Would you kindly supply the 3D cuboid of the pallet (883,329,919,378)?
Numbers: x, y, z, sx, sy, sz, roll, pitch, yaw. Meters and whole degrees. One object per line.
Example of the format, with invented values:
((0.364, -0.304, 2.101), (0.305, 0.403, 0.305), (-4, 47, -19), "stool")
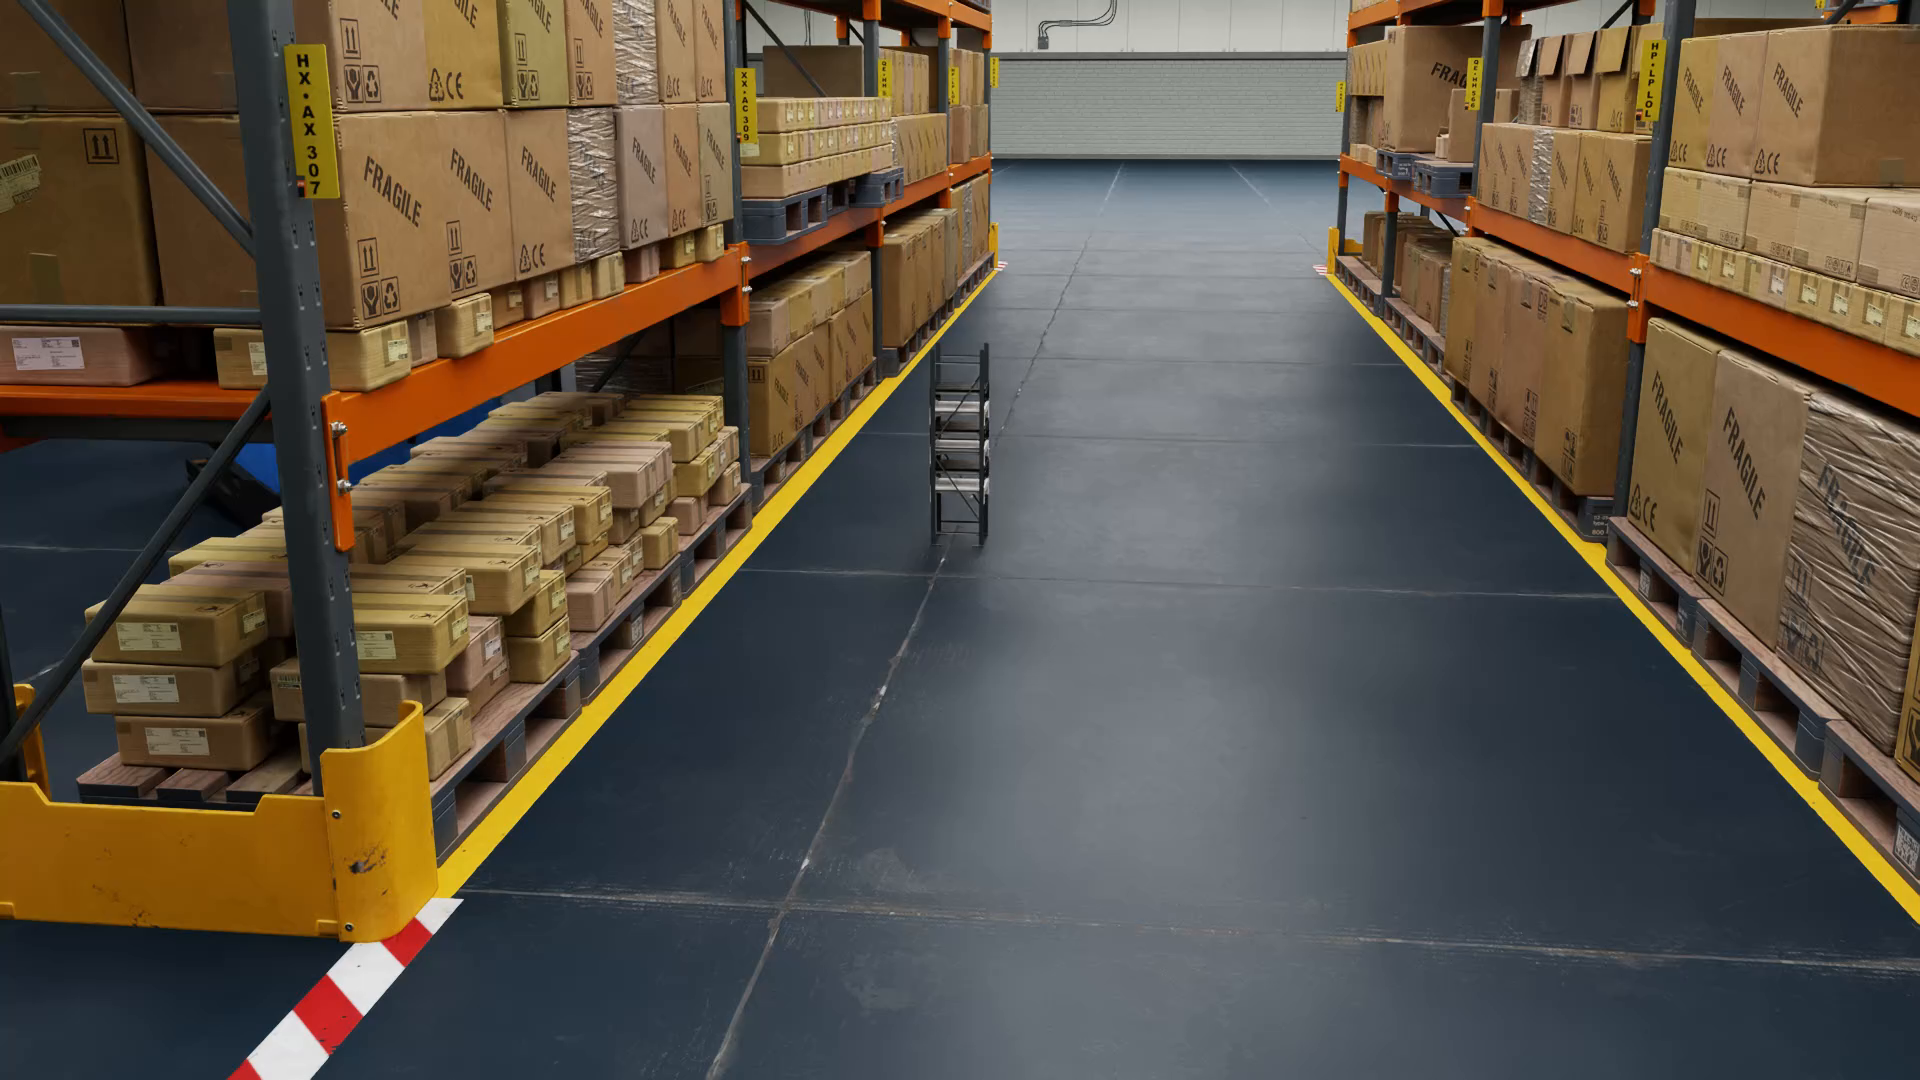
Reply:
((-0.889, -1.440, 12.582), (1.003, 0.211, 1.213), (2, 15, 6), "pallet")

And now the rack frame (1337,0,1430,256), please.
((4.767, -4.486, 18.506), (1.000, 3.000, 0.127), (2, 15, 6), "rack frame")

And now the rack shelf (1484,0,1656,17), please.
((3.639, -2.993, 8.617), (1.077, 0.370, 4.000), (2, 15, 6), "rack shelf")

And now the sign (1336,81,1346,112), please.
((4.228, -4.920, 18.452), (0.100, 0.325, 0.005), (2, 15, 6), "sign")

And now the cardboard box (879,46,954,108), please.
((-0.525, -4.309, 15.497), (0.875, 0.550, 0.550), (2, 15, 6), "cardboard box")

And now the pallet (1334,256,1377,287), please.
((4.632, -2.911, 18.022), (1.003, 0.211, 1.213), (2, 15, 6), "pallet")

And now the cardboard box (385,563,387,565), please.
((-1.990, 0.174, 5.358), (0.380, 0.149, 0.250), (2, 15, 6), "cardboard box")

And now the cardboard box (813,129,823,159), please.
((-0.918, -2.062, 8.646), (0.380, 0.149, 0.250), (1, 15, 4), "cardboard box")

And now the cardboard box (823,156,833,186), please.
((-0.887, -1.984, 8.930), (0.380, 0.149, 0.250), (1, 15, 4), "cardboard box")

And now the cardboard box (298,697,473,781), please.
((-1.578, 0.538, 4.582), (0.380, 0.149, 0.250), (2, 15, 7), "cardboard box")

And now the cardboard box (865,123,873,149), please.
((-0.740, -2.465, 10.137), (0.380, 0.149, 0.250), (2, 15, 6), "cardboard box")

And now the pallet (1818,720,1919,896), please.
((2.974, 0.800, 4.299), (1.003, 0.211, 1.213), (2, 15, 6), "pallet")

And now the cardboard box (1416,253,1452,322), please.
((4.090, -2.028, 13.360), (0.700, 0.500, 0.500), (0, 15, 1), "cardboard box")

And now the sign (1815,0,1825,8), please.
((9.142, -5.810, 17.638), (0.100, 0.325, 0.005), (2, 15, 6), "sign")

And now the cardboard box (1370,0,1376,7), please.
((4.290, -5.347, 16.231), (0.500, 0.250, 0.500), (2, 15, 8), "cardboard box")

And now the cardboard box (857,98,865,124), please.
((-0.772, -2.547, 9.872), (0.380, 0.149, 0.250), (2, 15, 6), "cardboard box")

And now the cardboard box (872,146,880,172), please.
((-0.710, -2.393, 10.440), (0.380, 0.149, 0.250), (2, 15, 7), "cardboard box")

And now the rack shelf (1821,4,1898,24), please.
((9.463, -4.922, 15.751), (1.077, 0.370, 4.000), (2, 15, 6), "rack shelf")

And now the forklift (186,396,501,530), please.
((-3.356, -1.694, 8.310), (1.130, 2.935, 3.031), (-10, 18, -34), "forklift")

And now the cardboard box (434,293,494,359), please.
((-1.522, -0.597, 4.606), (0.380, 0.149, 0.250), (1, 15, 5), "cardboard box")

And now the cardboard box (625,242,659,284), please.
((-1.368, -1.069, 6.350), (0.380, 0.149, 0.250), (1, 15, 4), "cardboard box")

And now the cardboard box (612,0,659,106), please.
((-1.413, -1.824, 5.985), (0.500, 0.500, 0.500), (2, 15, 8), "cardboard box")

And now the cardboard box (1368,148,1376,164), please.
((4.232, -3.781, 16.378), (0.380, 0.149, 0.250), (2, 15, 6), "cardboard box")

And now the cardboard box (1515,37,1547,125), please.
((3.766, -2.755, 9.990), (0.797, 0.503, 0.637), (2, 15, 8), "cardboard box")

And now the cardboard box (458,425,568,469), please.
((-1.825, -0.372, 6.807), (0.380, 0.149, 0.250), (1, 15, 5), "cardboard box")

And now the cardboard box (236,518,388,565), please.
((-2.067, 0.033, 5.310), (0.380, 0.149, 0.250), (1, 15, 4), "cardboard box")

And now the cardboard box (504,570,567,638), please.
((-1.478, 0.194, 5.285), (0.380, 0.149, 0.250), (2, 15, 8), "cardboard box")

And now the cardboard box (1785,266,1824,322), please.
((2.875, -0.781, 5.286), (0.380, 0.149, 0.250), (1, 15, 5), "cardboard box")

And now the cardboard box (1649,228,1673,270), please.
((3.049, -1.186, 6.782), (0.380, 0.149, 0.250), (2, 15, 6), "cardboard box")

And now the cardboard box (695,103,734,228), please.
((-1.278, -1.604, 7.087), (0.500, 0.500, 0.500), (2, 15, 6), "cardboard box")

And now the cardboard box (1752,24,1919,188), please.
((2.988, -1.428, 5.477), (0.500, 0.500, 0.500), (1, 15, 4), "cardboard box")

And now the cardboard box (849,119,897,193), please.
((-0.734, -2.740, 11.858), (0.500, 0.500, 0.500), (2, 15, 7), "cardboard box")

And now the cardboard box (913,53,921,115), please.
((-0.707, -3.890, 14.193), (0.700, 0.500, 0.500), (1, 15, 5), "cardboard box")

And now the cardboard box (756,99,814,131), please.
((-0.946, -2.142, 8.375), (0.380, 0.149, 0.250), (2, 15, 7), "cardboard box")

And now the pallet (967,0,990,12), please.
((-0.223, -5.871, 18.051), (1.003, 0.211, 1.213), (2, 15, 6), "pallet")

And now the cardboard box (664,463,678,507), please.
((-1.380, -0.223, 6.826), (0.380, 0.149, 0.250), (2, 15, 7), "cardboard box")

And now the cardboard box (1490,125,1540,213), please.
((3.483, -2.208, 9.889), (0.500, 0.500, 0.500), (1, 15, 5), "cardboard box")

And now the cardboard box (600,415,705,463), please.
((-1.296, -0.428, 7.015), (0.380, 0.149, 0.250), (2, 15, 6), "cardboard box")

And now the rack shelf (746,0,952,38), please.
((-0.827, -4.203, 13.091), (1.077, 0.370, 4.000), (2, 15, 6), "rack shelf")

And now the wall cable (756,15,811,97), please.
((-5.955, -14.672, 50.632), (3.097, 2.526, 0.112), (2, 15, 6), "wall cable")

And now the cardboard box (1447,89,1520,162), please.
((3.849, -2.951, 11.834), (0.700, 0.500, 0.500), (4, 16, 15), "cardboard box")

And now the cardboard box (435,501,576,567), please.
((-1.505, -0.023, 5.519), (0.380, 0.149, 0.250), (2, 15, 8), "cardboard box")

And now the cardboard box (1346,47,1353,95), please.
((4.434, -5.026, 17.826), (0.500, 0.500, 0.500), (2, 15, 6), "cardboard box")

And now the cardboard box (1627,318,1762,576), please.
((3.259, -0.382, 6.595), (0.875, 0.875, 0.875), (2, 15, 6), "cardboard box")

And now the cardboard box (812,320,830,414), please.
((-1.053, -1.000, 9.597), (0.500, 0.500, 0.500), (2, 15, 7), "cardboard box")

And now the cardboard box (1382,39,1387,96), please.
((4.093, -4.248, 14.949), (0.500, 0.500, 0.500), (2, 15, 6), "cardboard box")

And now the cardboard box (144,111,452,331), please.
((-1.630, -0.809, 4.146), (0.500, 0.500, 0.500), (2, 15, 9), "cardboard box")

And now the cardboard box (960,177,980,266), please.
((-0.258, -3.429, 17.864), (0.875, 0.875, 0.875), (1, 15, 5), "cardboard box")

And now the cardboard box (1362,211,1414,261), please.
((4.680, -3.321, 18.181), (0.500, 0.500, 0.500), (5, 16, 17), "cardboard box")

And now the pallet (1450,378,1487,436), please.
((3.700, -0.863, 10.449), (1.003, 0.211, 1.213), (2, 15, 6), "pallet")

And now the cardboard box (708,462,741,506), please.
((-1.210, -0.261, 7.538), (0.380, 0.149, 0.250), (2, 15, 7), "cardboard box")

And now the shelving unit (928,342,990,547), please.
((-0.001, -0.432, 7.537), (0.258, 0.900, 0.210), (2, 15, 6), "shelving unit")

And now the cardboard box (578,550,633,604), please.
((-1.417, 0.137, 6.067), (0.380, 0.149, 0.250), (2, 15, 6), "cardboard box")

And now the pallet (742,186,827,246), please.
((-1.273, -1.648, 8.376), (1.003, 0.211, 1.213), (2, 15, 6), "pallet")

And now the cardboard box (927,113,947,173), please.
((-0.395, -3.526, 14.764), (0.500, 0.500, 0.500), (2, 15, 6), "cardboard box")

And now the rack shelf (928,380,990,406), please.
((-0.001, -0.661, 7.475), (0.258, 0.077, 0.200), (2, 15, 6), "rack shelf")

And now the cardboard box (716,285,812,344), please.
((-1.100, -1.226, 8.998), (0.500, 0.250, 0.500), (2, 15, 8), "cardboard box")
